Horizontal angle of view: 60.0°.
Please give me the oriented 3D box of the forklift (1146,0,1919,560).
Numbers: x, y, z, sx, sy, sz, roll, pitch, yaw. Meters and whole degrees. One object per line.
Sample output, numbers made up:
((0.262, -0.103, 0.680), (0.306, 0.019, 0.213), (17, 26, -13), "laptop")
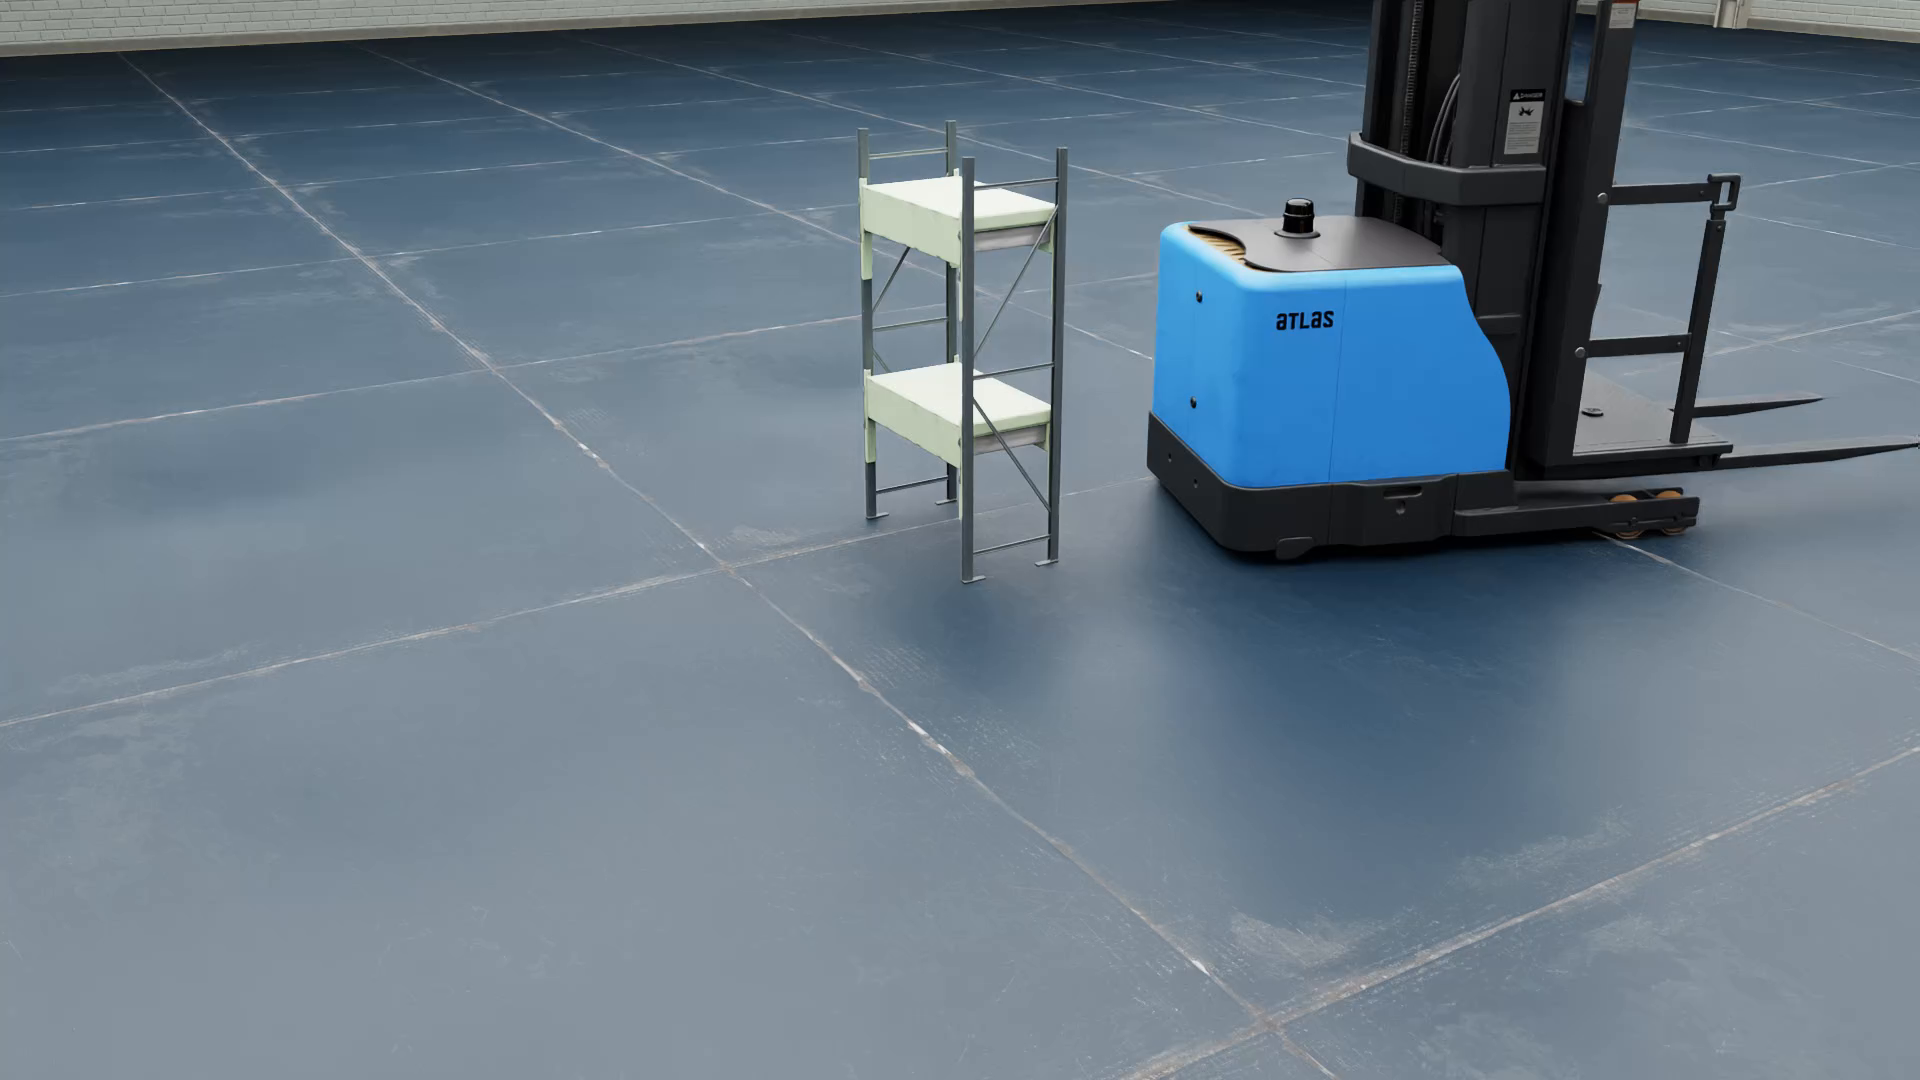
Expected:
((2.342, -1.551, 6.235), (3.031, 2.935, 1.130), (-5, 23, -11), "forklift")

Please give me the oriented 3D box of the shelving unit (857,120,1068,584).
((-0.003, -0.697, 6.034), (0.431, 1.500, 0.755), (-13, 25, -28), "shelving unit")

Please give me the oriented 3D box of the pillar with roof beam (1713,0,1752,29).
((8.397, -11.390, 22.383), (9.100, 9.000, 0.400), (-13, 25, -28), "pillar with roof beam")

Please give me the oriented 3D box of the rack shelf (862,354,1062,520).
((-0.003, -0.395, 6.157), (0.431, 0.370, 0.720), (-13, 25, -28), "rack shelf")

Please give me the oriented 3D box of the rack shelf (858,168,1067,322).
((-0.003, -1.058, 5.887), (0.431, 0.370, 0.720), (-13, 25, -28), "rack shelf")

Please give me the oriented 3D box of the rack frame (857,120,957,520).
((-0.190, -0.815, 6.326), (0.400, 1.500, 0.023), (-13, 25, -28), "rack frame")

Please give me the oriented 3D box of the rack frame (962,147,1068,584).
((0.184, -0.578, 5.743), (0.400, 1.500, 0.023), (-13, 25, -28), "rack frame")
